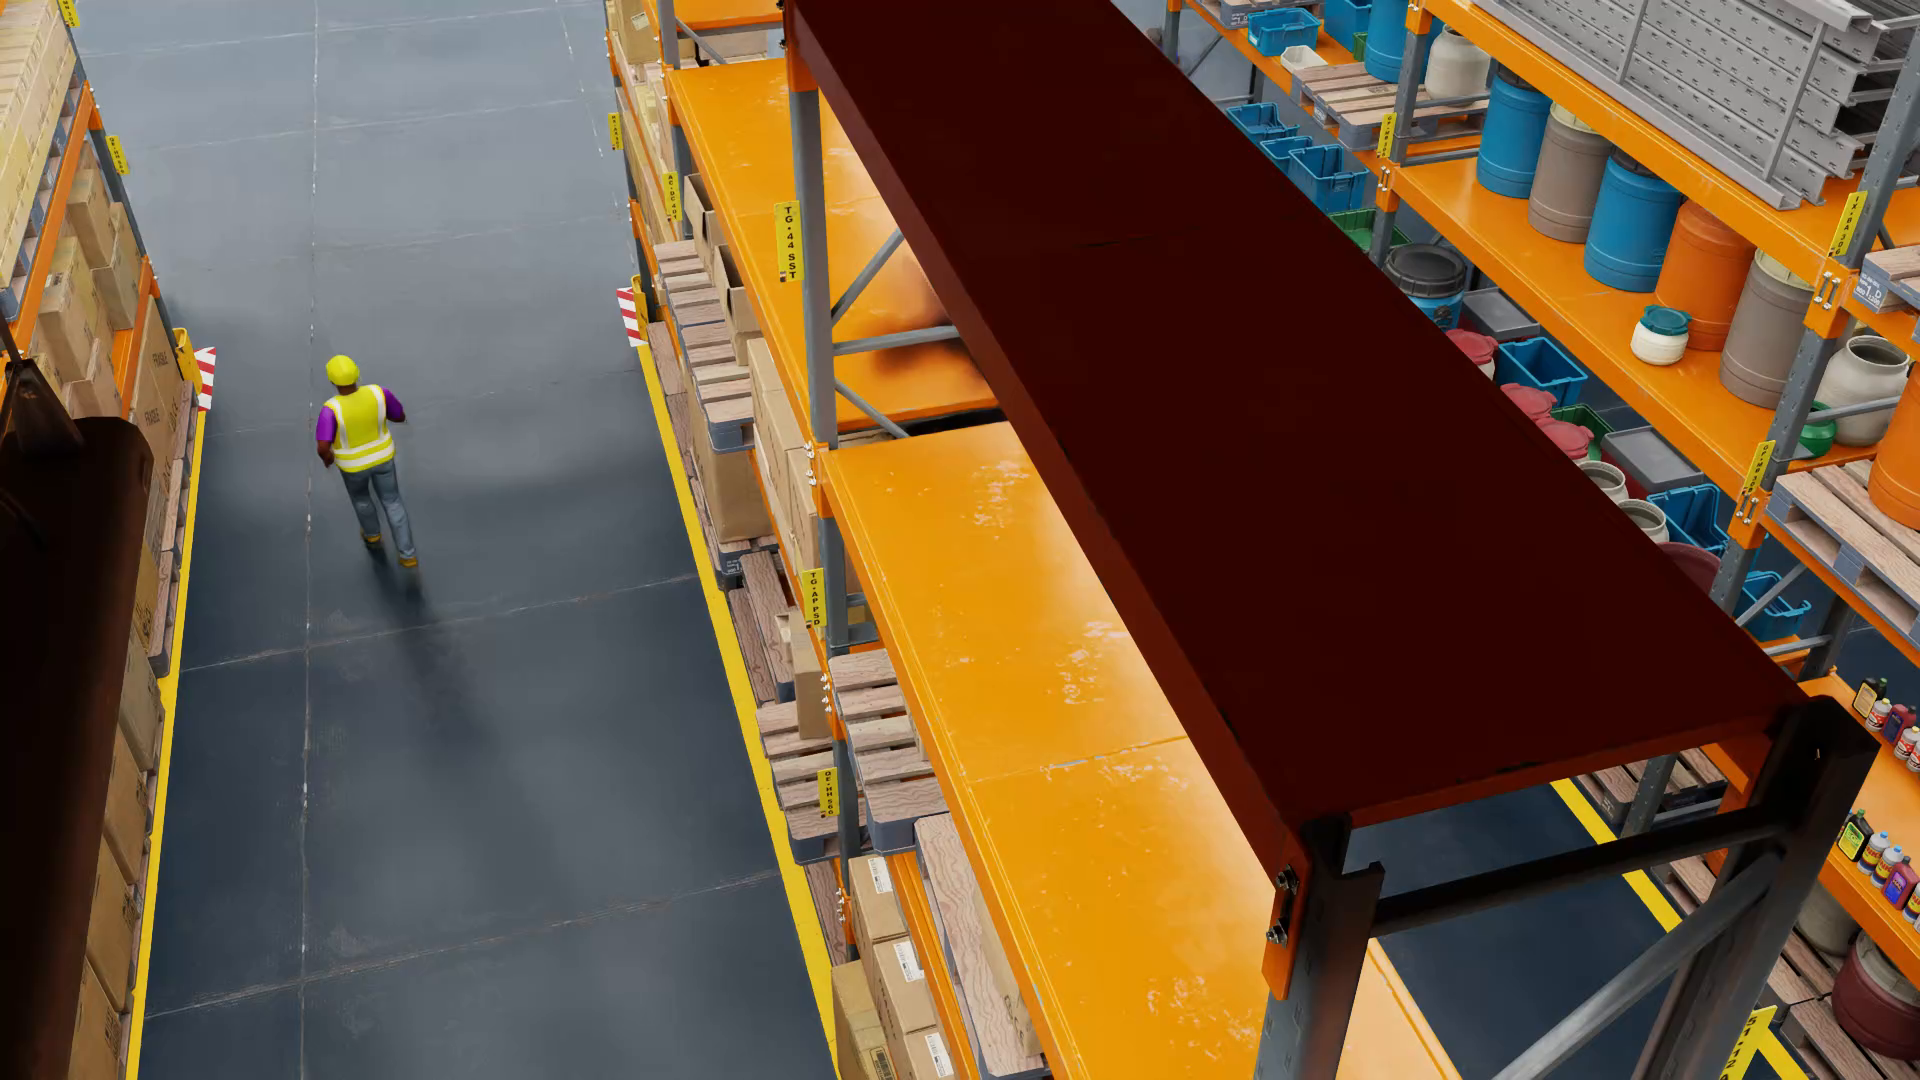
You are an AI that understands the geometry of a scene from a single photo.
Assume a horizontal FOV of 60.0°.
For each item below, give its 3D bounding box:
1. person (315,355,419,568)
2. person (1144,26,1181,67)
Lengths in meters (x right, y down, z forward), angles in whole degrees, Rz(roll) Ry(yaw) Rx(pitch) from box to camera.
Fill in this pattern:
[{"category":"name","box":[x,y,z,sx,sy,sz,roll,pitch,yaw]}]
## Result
[{"category":"person","box":[-4.314,-0.585,12.093,0.688,1.785,0.887,-21,43,-25]},{"category":"person","box":[1.961,-4.494,17.272,0.636,1.575,0.583,7,39,9]}]
